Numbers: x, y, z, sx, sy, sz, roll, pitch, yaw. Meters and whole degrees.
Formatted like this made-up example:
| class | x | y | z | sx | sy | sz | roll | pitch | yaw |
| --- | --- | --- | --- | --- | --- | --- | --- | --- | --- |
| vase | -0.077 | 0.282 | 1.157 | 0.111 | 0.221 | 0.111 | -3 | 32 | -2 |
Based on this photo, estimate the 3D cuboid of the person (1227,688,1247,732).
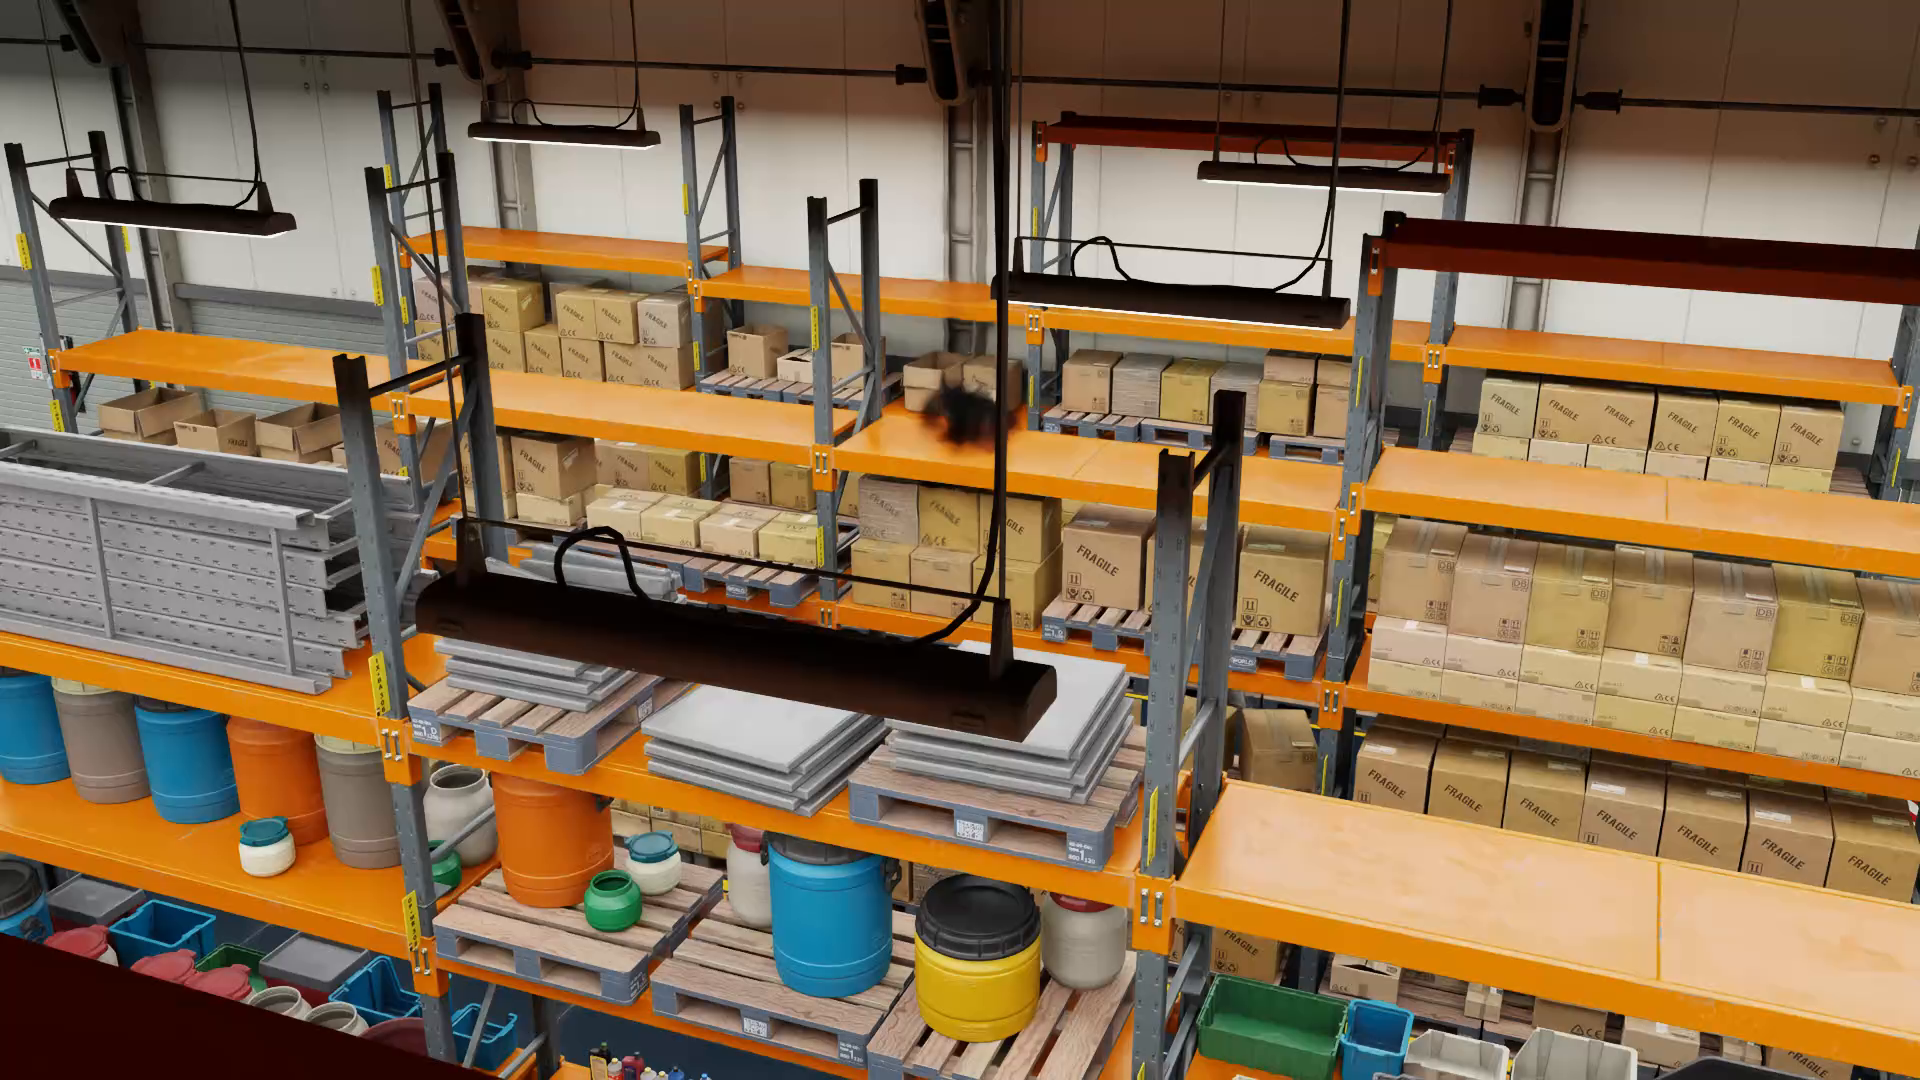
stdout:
| class | x | y | z | sx | sy | sz | roll | pitch | yaw |
| --- | --- | --- | --- | --- | --- | --- | --- | --- | --- |
| person | 2.519 | 1.348 | 15.654 | 0.819 | 1.838 | 0.681 | 5 | 21 | 12 |

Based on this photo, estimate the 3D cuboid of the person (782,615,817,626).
| class | x | y | z | sx | sy | sz | roll | pitch | yaw |
| --- | --- | --- | --- | --- | --- | --- | --- | --- | --- |
| person | -1.628 | 0.969 | 16.669 | 0.741 | 1.867 | 0.640 | 6 | 22 | 16 |
